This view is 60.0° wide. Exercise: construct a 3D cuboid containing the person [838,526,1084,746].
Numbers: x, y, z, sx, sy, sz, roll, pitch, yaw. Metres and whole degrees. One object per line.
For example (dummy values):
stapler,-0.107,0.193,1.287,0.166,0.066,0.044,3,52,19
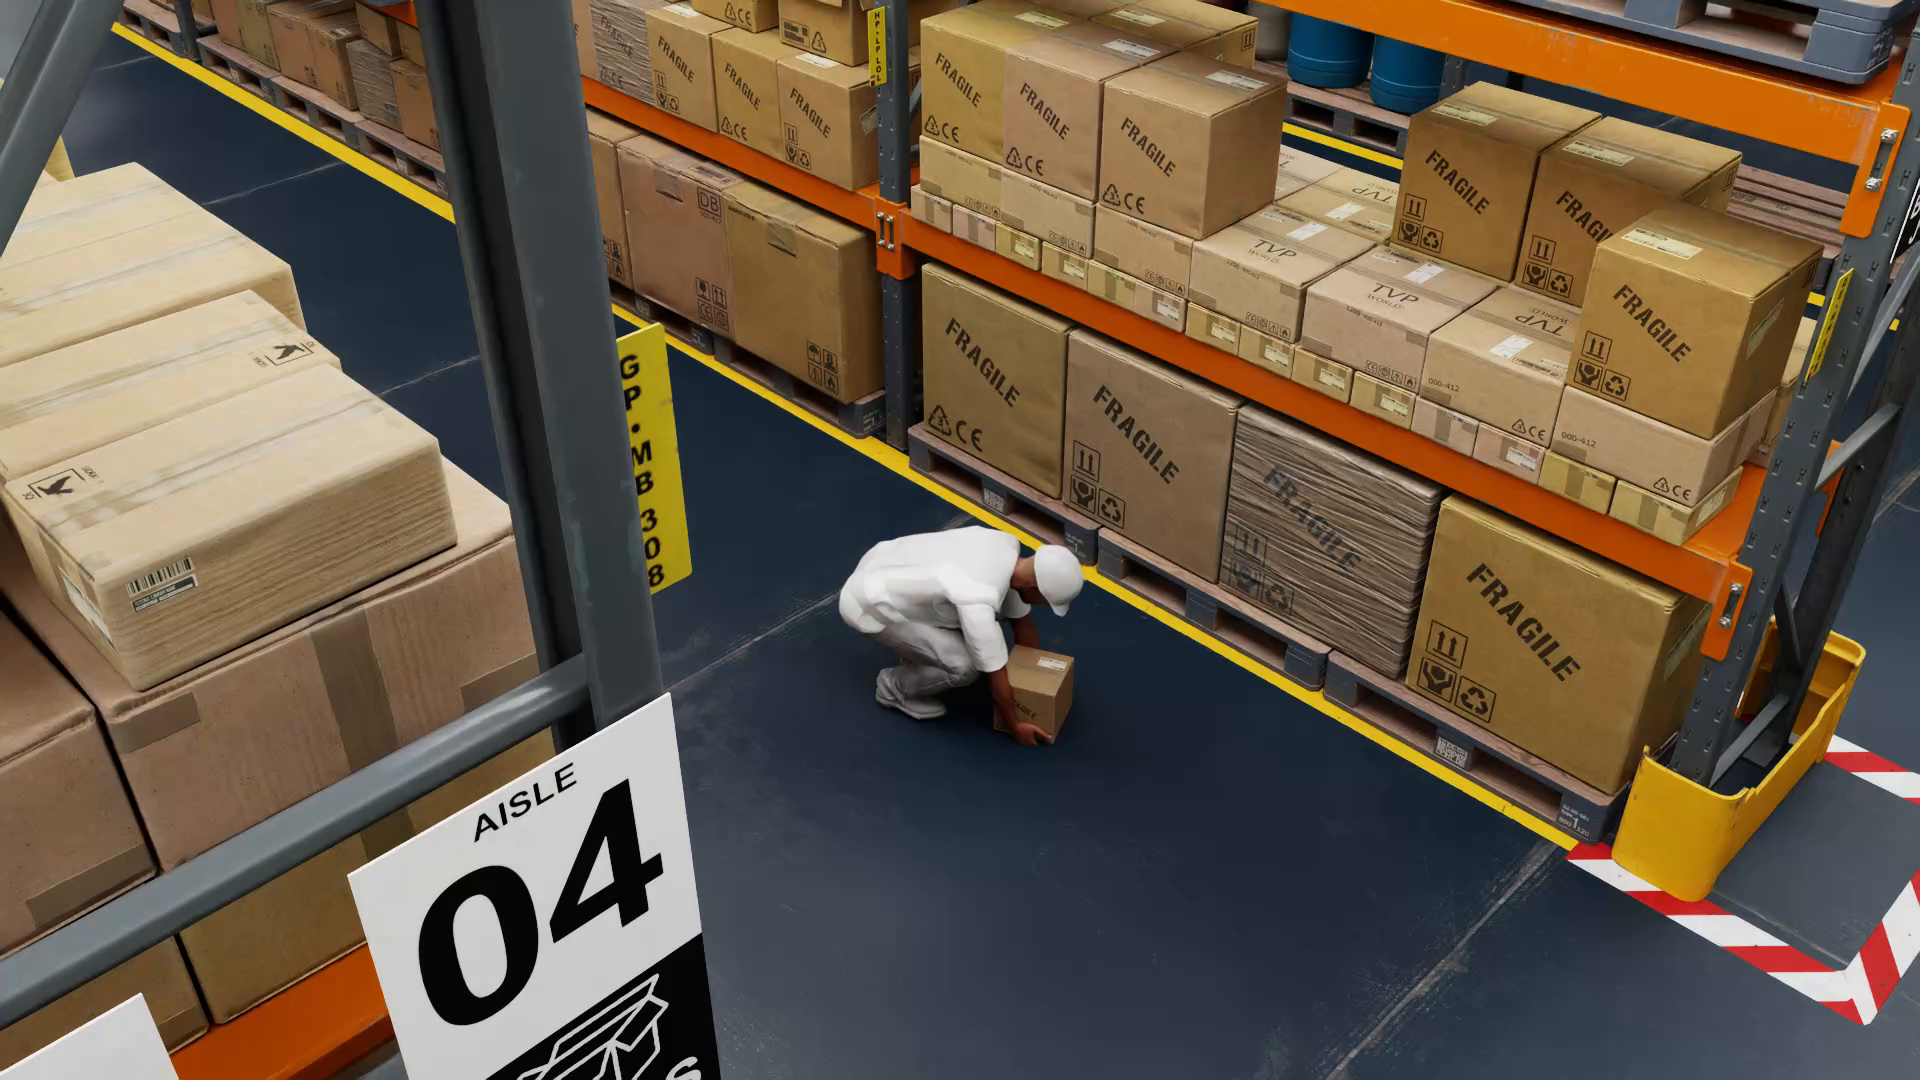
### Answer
person,0.012,0.326,6.562,0.946,0.859,0.532,11,37,16
